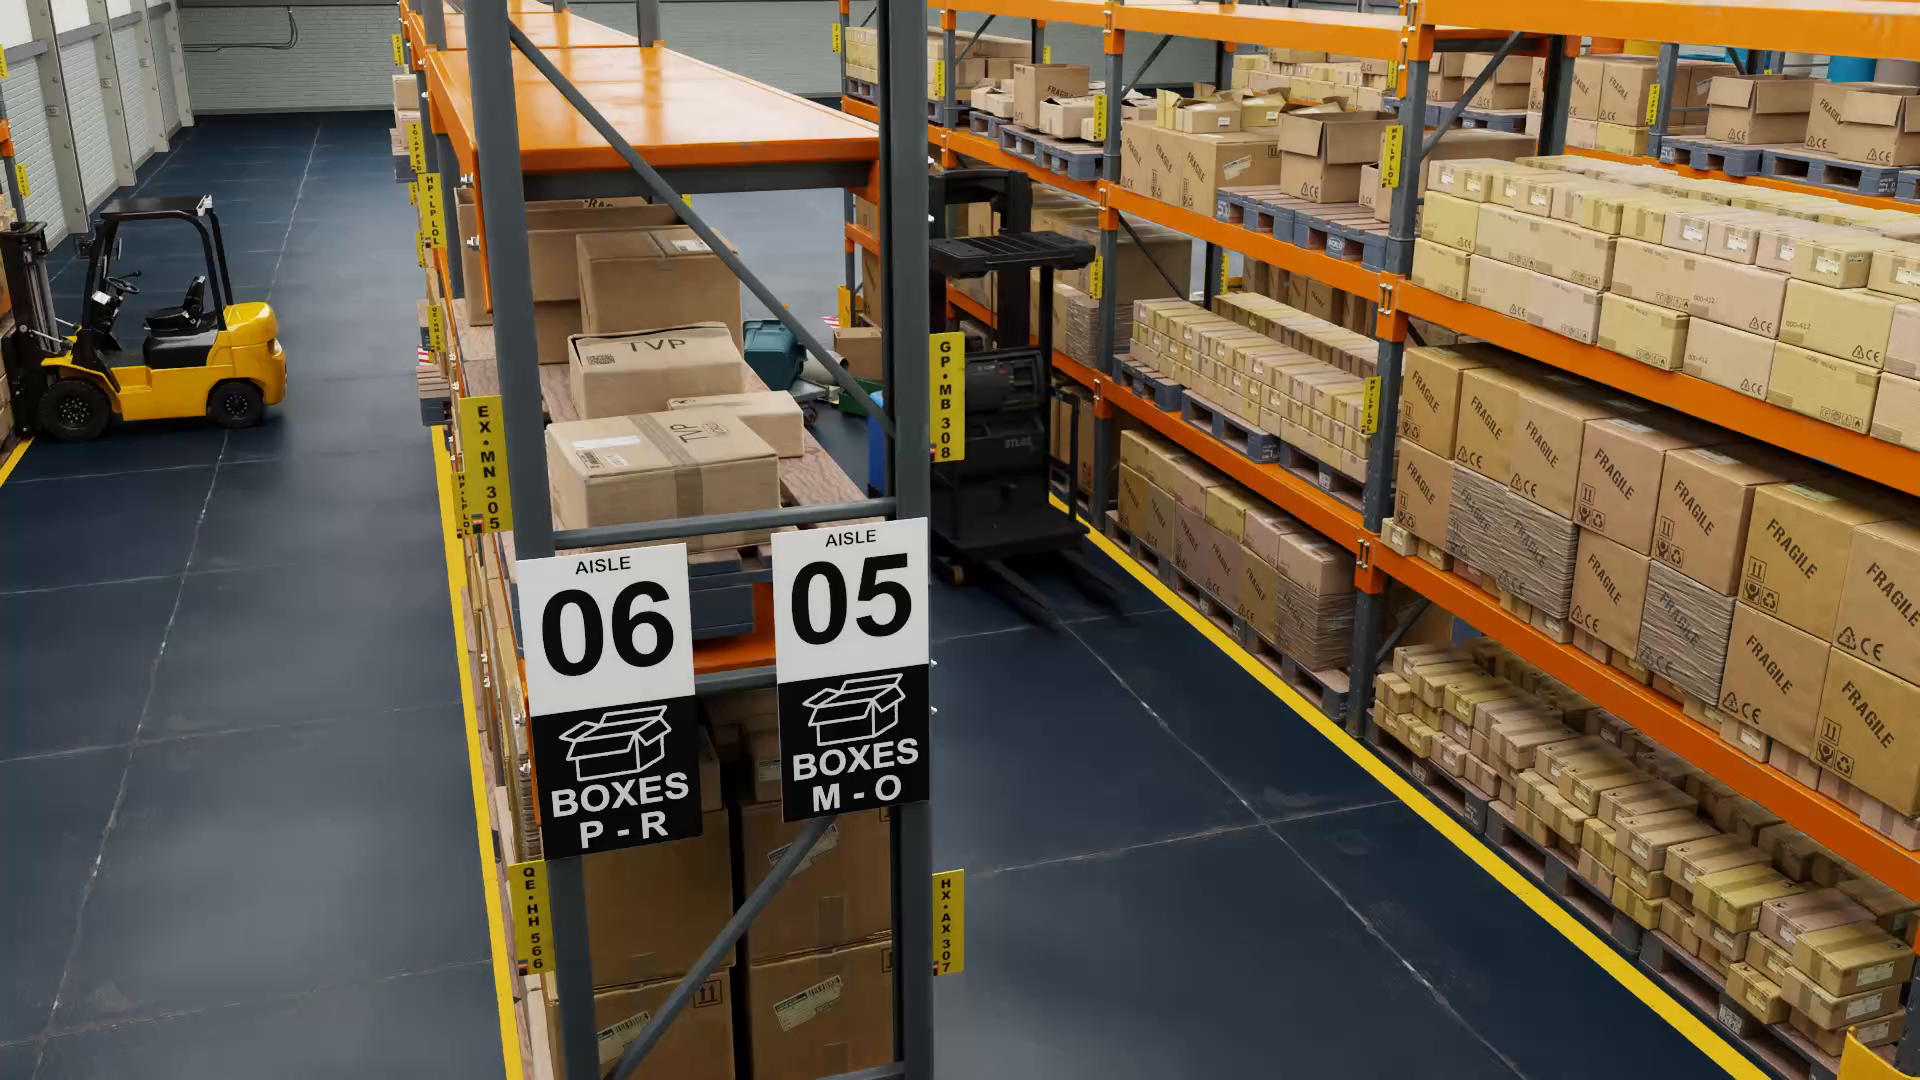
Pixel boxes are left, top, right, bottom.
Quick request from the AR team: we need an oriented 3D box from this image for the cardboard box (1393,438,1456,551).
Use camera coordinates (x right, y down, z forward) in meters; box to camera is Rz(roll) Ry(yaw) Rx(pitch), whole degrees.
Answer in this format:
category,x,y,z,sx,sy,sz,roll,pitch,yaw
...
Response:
category,x,y,z,sx,sy,sz,roll,pitch,yaw
cardboard box,2.761,-0.277,9.162,0.500,0.500,0.500,-7,21,-18

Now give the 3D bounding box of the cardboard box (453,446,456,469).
category,x,y,z,sx,sy,sz,roll,pitch,yaw
cardboard box,-3.941,-0.847,14.603,0.950,0.372,0.625,-5,20,-14

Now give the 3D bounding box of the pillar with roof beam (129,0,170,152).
category,x,y,z,sx,sy,sz,roll,pitch,yaw
pillar with roof beam,-14.399,-13.703,38.254,9.100,9.000,0.400,-6,21,-17

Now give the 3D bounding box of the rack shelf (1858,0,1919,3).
category,x,y,z,sx,sy,sz,roll,pitch,yaw
rack shelf,10.401,-5.518,17.124,1.077,0.370,4.000,-6,21,-17

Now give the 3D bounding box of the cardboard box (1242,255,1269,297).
category,x,y,z,sx,sy,sz,roll,pitch,yaw
cardboard box,3.993,-3.440,21.633,0.500,0.500,0.500,-3,20,-7

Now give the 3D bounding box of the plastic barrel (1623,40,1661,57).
category,x,y,z,sx,sy,sz,roll,pitch,yaw
plastic barrel,8.994,-6.493,21.718,0.600,0.588,0.600,0,20,0

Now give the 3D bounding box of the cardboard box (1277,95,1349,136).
category,x,y,z,sx,sy,sz,roll,pitch,yaw
cardboard box,2.385,-2.865,11.238,0.396,0.266,0.258,-6,21,-17

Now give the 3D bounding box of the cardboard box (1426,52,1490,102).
category,x,y,z,sx,sy,sz,roll,pitch,yaw
cardboard box,5.124,-4.834,17.225,0.797,0.503,0.637,-7,21,-20

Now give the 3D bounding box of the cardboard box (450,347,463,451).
category,x,y,z,sx,sy,sz,roll,pitch,yaw
cardboard box,-2.689,-0.846,9.707,0.500,0.500,0.500,-6,21,-16

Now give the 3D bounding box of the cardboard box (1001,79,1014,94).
category,x,y,z,sx,sy,sz,roll,pitch,yaw
cardboard box,0.704,-4.219,15.740,0.500,0.250,0.500,-6,21,-17

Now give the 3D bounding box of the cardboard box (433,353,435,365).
category,x,y,z,sx,sy,sz,roll,pitch,yaw
cardboard box,-5.451,-2.019,18.046,0.500,0.250,0.500,-6,21,-15

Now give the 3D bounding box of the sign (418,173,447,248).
category,x,y,z,sx,sy,sz,roll,pitch,yaw
sign,-2.335,-1.459,7.374,0.100,0.325,0.005,-6,21,-17

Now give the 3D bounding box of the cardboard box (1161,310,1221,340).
category,x,y,z,sx,sy,sz,roll,pitch,yaw
cardboard box,1.708,-1.584,12.260,0.380,0.149,0.250,-7,21,-18

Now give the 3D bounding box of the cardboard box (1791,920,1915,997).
category,x,y,z,sx,sy,sz,roll,pitch,yaw
cardboard box,3.694,1.729,6.880,0.380,0.149,0.250,-6,21,-17

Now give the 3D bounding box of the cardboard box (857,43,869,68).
category,x,y,z,sx,sy,sz,roll,pitch,yaw
cardboard box,-0.859,-5.507,18.887,0.500,0.250,0.500,-7,21,-18

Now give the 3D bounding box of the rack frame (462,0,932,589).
category,x,y,z,sx,sy,sz,roll,pitch,yaw
rack frame,-0.566,-1.257,3.603,1.000,3.000,0.127,-6,21,-17

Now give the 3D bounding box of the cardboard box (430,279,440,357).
category,x,y,z,sx,sy,sz,roll,pitch,yaw
cardboard box,-3.660,-1.666,12.409,0.500,0.500,0.500,-7,21,-18

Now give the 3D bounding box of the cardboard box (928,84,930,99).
category,x,y,z,sx,sy,sz,roll,pitch,yaw
cardboard box,-0.168,-4.545,16.797,0.380,0.149,0.250,-6,21,-16

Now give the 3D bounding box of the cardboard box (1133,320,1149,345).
category,x,y,z,sx,sy,sz,roll,pitch,yaw
cardboard box,1.548,-1.602,12.750,0.380,0.149,0.250,-5,20,-15

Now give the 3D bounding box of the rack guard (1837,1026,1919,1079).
category,x,y,z,sx,sy,sz,roll,pitch,yaw
rack guard,4.078,2.160,6.662,1.175,0.500,0.348,-6,21,-17

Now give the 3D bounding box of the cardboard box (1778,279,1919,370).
category,x,y,z,sx,sy,sz,roll,pitch,yaw
cardboard box,3.553,-0.853,6.399,0.500,0.250,0.500,-7,21,-19

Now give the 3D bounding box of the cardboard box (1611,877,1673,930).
category,x,y,z,sx,sy,sz,roll,pitch,yaw
cardboard box,3.330,1.687,7.879,0.380,0.149,0.250,-7,21,-20

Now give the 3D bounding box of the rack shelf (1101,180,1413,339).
category,x,y,z,sx,sy,sz,roll,pitch,yaw
rack shelf,2.216,-1.990,11.147,1.077,0.370,4.000,-6,21,-17

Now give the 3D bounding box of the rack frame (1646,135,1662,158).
category,x,y,z,sx,sy,sz,roll,pitch,yaw
rack frame,6.327,-2.054,14.696,1.000,3.000,0.127,-6,21,-17

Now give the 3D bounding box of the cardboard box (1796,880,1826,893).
category,x,y,z,sx,sy,sz,roll,pitch,yaw
cardboard box,3.987,1.654,7.531,0.380,0.149,0.250,-6,21,-17

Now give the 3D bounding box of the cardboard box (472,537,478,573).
category,x,y,z,sx,sy,sz,roll,pitch,yaw
cardboard box,-2.363,0.073,8.998,0.500,0.250,0.500,-7,21,-18

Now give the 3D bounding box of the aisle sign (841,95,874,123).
category,x,y,z,sx,sy,sz,roll,pitch,yaw
aisle sign,-1.235,-5.341,20.002,0.394,0.787,0.004,-6,21,-17

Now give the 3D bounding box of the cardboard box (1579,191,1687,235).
category,x,y,z,sx,sy,sz,roll,pitch,yaw
cardboard box,3.073,-1.493,7.592,0.380,0.149,0.250,-5,20,-14

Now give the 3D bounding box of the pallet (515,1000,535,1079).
category,x,y,z,sx,sy,sz,roll,pitch,yaw
pallet,-1.271,2.240,6.868,1.003,0.211,1.213,-6,21,-17

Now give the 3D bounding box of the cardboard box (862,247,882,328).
category,x,y,z,sx,sy,sz,roll,pitch,yaw
cardboard box,-0.652,-3.113,20.169,0.875,0.875,0.875,-6,21,-17

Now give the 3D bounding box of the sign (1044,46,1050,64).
category,x,y,z,sx,sy,sz,roll,pitch,yaw
sign,0.842,-4.707,16.415,0.100,0.325,0.005,-6,21,-17

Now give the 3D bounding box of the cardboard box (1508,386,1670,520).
category,x,y,z,sx,sy,sz,roll,pitch,yaw
cardboard box,3.061,-0.433,8.116,0.500,0.500,0.500,-6,21,-16

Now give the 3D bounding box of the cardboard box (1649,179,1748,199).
category,x,y,z,sx,sy,sz,roll,pitch,yaw
cardboard box,3.537,-1.634,7.985,0.380,0.149,0.250,-7,21,-19

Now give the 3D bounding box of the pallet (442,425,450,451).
category,x,y,z,sx,sy,sz,roll,pitch,yaw
pallet,-4.582,-1.184,16.400,1.003,0.211,1.213,-6,21,-17

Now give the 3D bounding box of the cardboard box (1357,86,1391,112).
category,x,y,z,sx,sy,sz,roll,pitch,yaw
cardboard box,4.679,-4.797,18.119,0.500,0.250,0.500,-6,21,-15

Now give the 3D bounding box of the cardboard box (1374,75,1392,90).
category,x,y,z,sx,sy,sz,roll,pitch,yaw
cardboard box,4.694,-4.940,17.926,0.380,0.149,0.250,-6,21,-16

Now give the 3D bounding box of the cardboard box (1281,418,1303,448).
category,x,y,z,sx,sy,sz,roll,pitch,yaw
cardboard box,2.294,-0.705,10.693,0.380,0.149,0.250,-7,21,-20

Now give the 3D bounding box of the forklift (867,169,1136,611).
category,x,y,z,sx,sy,sz,roll,pitch,yaw
forklift,0.301,-1.198,12.417,1.130,2.935,3.031,-9,22,-23

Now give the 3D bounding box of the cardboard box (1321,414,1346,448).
category,x,y,z,sx,sy,sz,roll,pitch,yaw
cardboard box,2.448,-0.686,10.199,0.380,0.149,0.250,-6,21,-17

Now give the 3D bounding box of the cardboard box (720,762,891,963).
category,x,y,z,sx,sy,sz,roll,pitch,yaw
cardboard box,-0.446,0.865,4.945,0.500,0.500,0.500,-7,21,-18

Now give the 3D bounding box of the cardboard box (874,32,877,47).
category,x,y,z,sx,sy,sz,roll,pitch,yaw
cardboard box,-0.726,-5.491,18.251,0.380,0.149,0.250,-7,21,-18

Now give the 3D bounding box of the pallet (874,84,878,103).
category,x,y,z,sx,sy,sz,roll,pitch,yaw
pallet,-0.297,-4.867,18.223,1.003,0.211,1.213,-6,21,-17

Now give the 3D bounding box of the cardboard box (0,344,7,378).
category,x,y,z,sx,sy,sz,roll,pitch,yaw
cardboard box,-9.221,-1.642,15.518,0.500,0.250,0.500,-6,21,-15

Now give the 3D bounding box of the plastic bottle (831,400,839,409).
category,x,y,z,sx,sy,sz,roll,pitch,yaw
plastic bottle,-1.190,-1.388,17.190,0.283,0.061,0.133,17,26,39

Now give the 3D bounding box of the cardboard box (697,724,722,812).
category,x,y,z,sx,sy,sz,roll,pitch,yaw
cardboard box,-0.869,0.650,4.583,0.380,0.149,0.250,-6,21,-16

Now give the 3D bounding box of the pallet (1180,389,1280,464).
category,x,y,z,sx,sy,sz,roll,pitch,yaw
pallet,2.248,-0.838,11.595,1.003,0.211,1.213,-6,21,-17

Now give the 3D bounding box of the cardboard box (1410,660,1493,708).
category,x,y,z,sx,sy,sz,roll,pitch,yaw
cardboard box,2.786,0.816,9.423,0.380,0.149,0.250,-5,20,-15

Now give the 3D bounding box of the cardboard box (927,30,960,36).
category,x,y,z,sx,sy,sz,roll,pitch,yaw
cardboard box,-0.182,-5.642,18.672,0.380,0.149,0.250,-6,21,-17

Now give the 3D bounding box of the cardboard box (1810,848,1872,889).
category,x,y,z,sx,sy,sz,roll,pitch,yaw
cardboard box,4.101,1.498,7.525,0.380,0.149,0.250,-6,21,-17

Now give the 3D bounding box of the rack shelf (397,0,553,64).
category,x,y,z,sx,sy,sz,roll,pitch,yaw
rack shelf,-3.709,-3.939,12.727,1.077,0.370,4.000,-6,21,-17

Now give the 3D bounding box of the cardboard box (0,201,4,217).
category,x,y,z,sx,sy,sz,roll,pitch,yaw
cardboard box,-9.778,-3.282,16.569,0.380,0.149,0.250,-6,21,-16

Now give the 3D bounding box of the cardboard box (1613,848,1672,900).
category,x,y,z,sx,sy,sz,roll,pitch,yaw
cardboard box,3.325,1.542,7.842,0.380,0.149,0.250,-6,21,-16

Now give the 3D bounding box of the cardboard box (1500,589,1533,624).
category,x,y,z,sx,sy,sz,roll,pitch,yaw
cardboard box,3.005,0.299,8.518,0.380,0.149,0.250,-6,21,-16

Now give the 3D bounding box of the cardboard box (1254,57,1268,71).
category,x,y,z,sx,sy,sz,roll,pitch,yaw
cardboard box,3.866,-5.875,20.531,0.380,0.149,0.250,-7,21,-18

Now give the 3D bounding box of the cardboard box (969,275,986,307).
category,x,y,z,sx,sy,sz,roll,pitch,yaw
cardboard box,0.399,-2.530,15.876,0.500,0.500,0.500,-6,21,-17

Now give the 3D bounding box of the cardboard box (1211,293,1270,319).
category,x,y,z,sx,sy,sz,roll,pitch,yaw
cardboard box,2.176,-1.810,12.888,0.380,0.149,0.250,-7,21,-19

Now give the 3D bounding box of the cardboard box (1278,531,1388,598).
category,x,y,z,sx,sy,sz,roll,pitch,yaw
cardboard box,2.370,0.138,10.561,0.500,0.250,0.500,-7,21,-19
